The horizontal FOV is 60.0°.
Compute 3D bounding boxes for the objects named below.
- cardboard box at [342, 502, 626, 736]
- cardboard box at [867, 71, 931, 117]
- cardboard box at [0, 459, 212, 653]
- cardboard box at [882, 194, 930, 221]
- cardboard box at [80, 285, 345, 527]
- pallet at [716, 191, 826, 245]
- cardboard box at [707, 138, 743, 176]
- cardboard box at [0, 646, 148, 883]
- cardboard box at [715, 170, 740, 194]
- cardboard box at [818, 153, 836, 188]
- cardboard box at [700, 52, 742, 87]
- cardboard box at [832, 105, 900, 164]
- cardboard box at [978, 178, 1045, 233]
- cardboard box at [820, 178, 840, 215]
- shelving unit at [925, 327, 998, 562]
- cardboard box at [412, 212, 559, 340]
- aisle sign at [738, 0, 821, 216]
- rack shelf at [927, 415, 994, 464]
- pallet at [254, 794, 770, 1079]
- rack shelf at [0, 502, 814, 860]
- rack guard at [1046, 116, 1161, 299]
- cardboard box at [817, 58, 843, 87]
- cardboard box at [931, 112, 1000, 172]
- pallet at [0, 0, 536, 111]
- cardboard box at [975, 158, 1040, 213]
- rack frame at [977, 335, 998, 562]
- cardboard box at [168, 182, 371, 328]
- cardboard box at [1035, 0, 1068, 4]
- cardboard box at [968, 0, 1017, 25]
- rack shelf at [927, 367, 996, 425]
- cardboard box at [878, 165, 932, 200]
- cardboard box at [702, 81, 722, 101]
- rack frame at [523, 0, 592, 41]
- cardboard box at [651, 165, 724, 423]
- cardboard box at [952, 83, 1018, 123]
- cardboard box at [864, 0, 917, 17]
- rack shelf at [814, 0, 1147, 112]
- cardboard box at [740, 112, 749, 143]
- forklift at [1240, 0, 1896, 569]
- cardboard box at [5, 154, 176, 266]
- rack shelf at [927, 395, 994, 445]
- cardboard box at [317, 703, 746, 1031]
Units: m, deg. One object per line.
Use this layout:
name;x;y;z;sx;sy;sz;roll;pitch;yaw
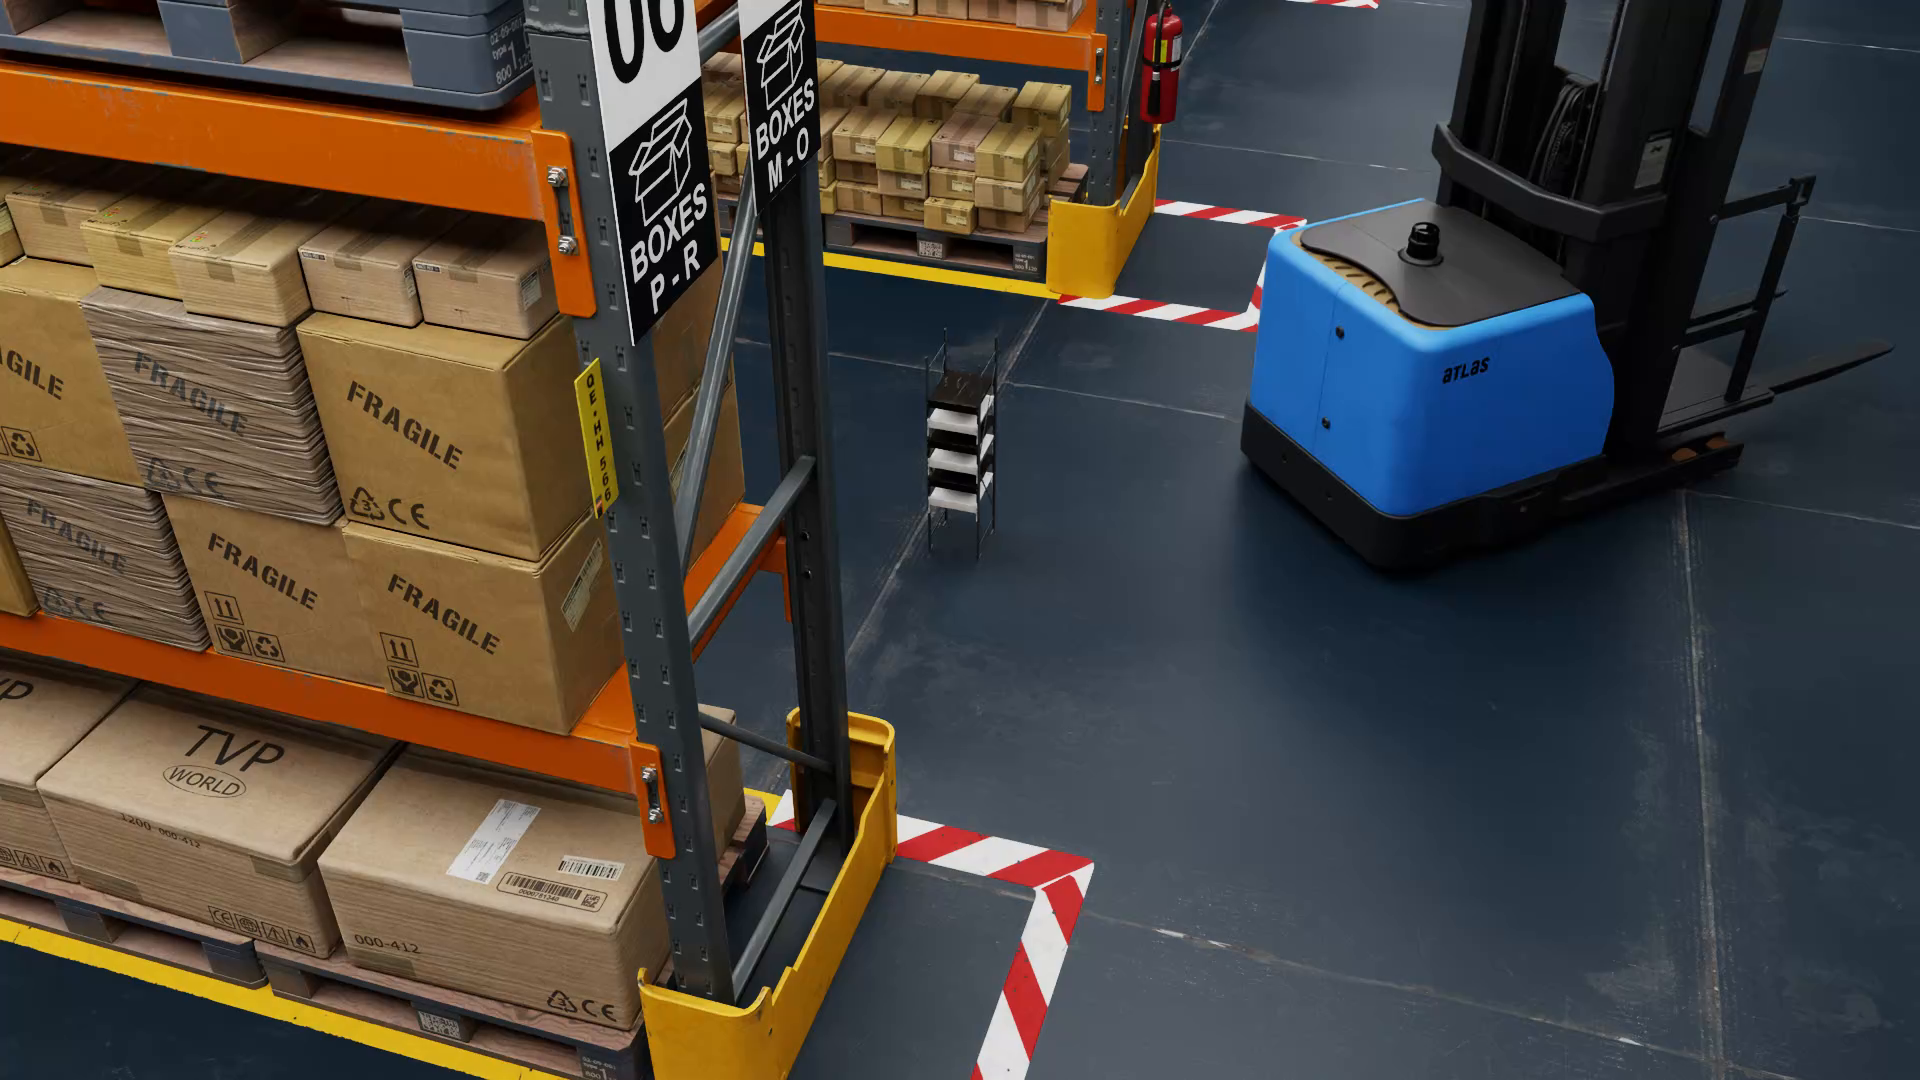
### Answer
cardboard box;-1.085;0.081;4.025;0.500;0.500;0.500;11;38;14
cardboard box;-0.328;-2.402;9.031;0.250;0.149;0.380;9;37;12
cardboard box;-2.054;-0.101;4.273;0.500;0.500;0.500;12;38;15
cardboard box;-0.233;-1.841;8.772;0.250;0.149;0.380;10;38;14
cardboard box;-1.585;-0.412;3.852;0.500;0.500;0.500;11;38;14
pallet;-1.164;-2.032;9.333;1.213;0.211;1.003;10;38;14
cardboard box;-1.260;-2.098;8.870;0.250;0.149;0.380;11;38;14
cardboard box;-2.942;0.542;5.290;0.875;0.438;0.875;9;37;13
cardboard box;-1.208;-2.034;9.034;0.250;0.149;0.380;12;38;15
cardboard box;-0.750;-2.009;8.749;0.250;0.149;0.380;11;38;15
cardboard box;-1.300;-2.625;9.334;0.250;0.149;0.380;9;37;12
cardboard box;-0.483;-2.105;8.628;0.250;0.149;0.380;9;37;12
cardboard box;0.269;-1.758;8.658;0.250;0.149;0.380;11;38;15
cardboard box;-0.735;-1.887;8.834;0.250;0.149;0.380;9;37;12
shelving unit;0.008;-0.361;6.481;0.210;0.900;0.258;10;38;14
cardboard box;-0.948;-0.597;3.556;0.250;0.149;0.380;11;38;15
aisle sign;-0.391;-1.141;3.577;0.004;0.787;0.394;10;38;14
rack shelf;0.008;-0.407;6.448;0.200;0.077;0.258;10;38;14
pallet;-1.332;1.083;5.101;1.213;0.211;1.003;10;38;14
rack shelf;-2.455;-0.007;4.836;4.000;0.370;1.077;10;38;14
rack guard;0.761;-1.768;8.731;0.348;0.500;1.175;10;38;14
cardboard box;-0.827;-2.528;9.204;0.250;0.149;0.380;11;38;15
cardboard box;0.030;-2.049;8.553;0.250;0.149;0.380;11;38;15
pallet;-1.257;-1.241;3.449;1.213;0.211;1.003;10;38;14
cardboard box;0.245;-1.834;8.511;0.250;0.149;0.380;10;37;13
rack frame;0.105;-0.343;6.457;0.006;0.900;0.240;10;38;14
cardboard box;-1.469;-0.627;3.596;0.250;0.149;0.380;10;38;13
cardboard box;0.328;-2.855;7.764;0.500;0.500;0.500;11;38;15
cardboard box;0.212;-2.623;7.996;0.250;0.149;0.380;10;38;14
rack shelf;0.008;-0.552;6.341;0.200;0.077;0.258;10;38;14
cardboard box;-0.252;-1.925;8.635;0.250;0.149;0.380;9;37;12
cardboard box;-1.457;-2.326;8.929;0.250;0.149;0.380;9;37;12
rack frame;-0.546;-2.359;2.364;0.127;3.000;1.000;10;38;14
cardboard box;-0.919;-0.632;4.150;0.500;0.500;0.500;10;37;13
cardboard box;0.136;-2.288;8.877;0.250;0.149;0.380;11;38;15
cardboard box;-0.282;-2.691;8.088;0.250;0.149;0.380;11;38;15
rack shelf;-1.075;-2.825;8.665;4.000;0.370;1.077;10;38;14
cardboard box;-0.975;-2.230;8.798;0.250;0.149;0.380;9;37;12
forklift;2.762;-1.666;6.541;3.031;2.935;1.130;-16;39;-21
cardboard box;-1.926;-0.781;3.805;0.250;0.149;0.380;10;38;13
rack shelf;0.008;-0.479;6.394;0.200;0.077;0.258;10;38;14
cardboard box;-1.206;0.860;4.859;0.875;0.438;0.875;9;37;12
